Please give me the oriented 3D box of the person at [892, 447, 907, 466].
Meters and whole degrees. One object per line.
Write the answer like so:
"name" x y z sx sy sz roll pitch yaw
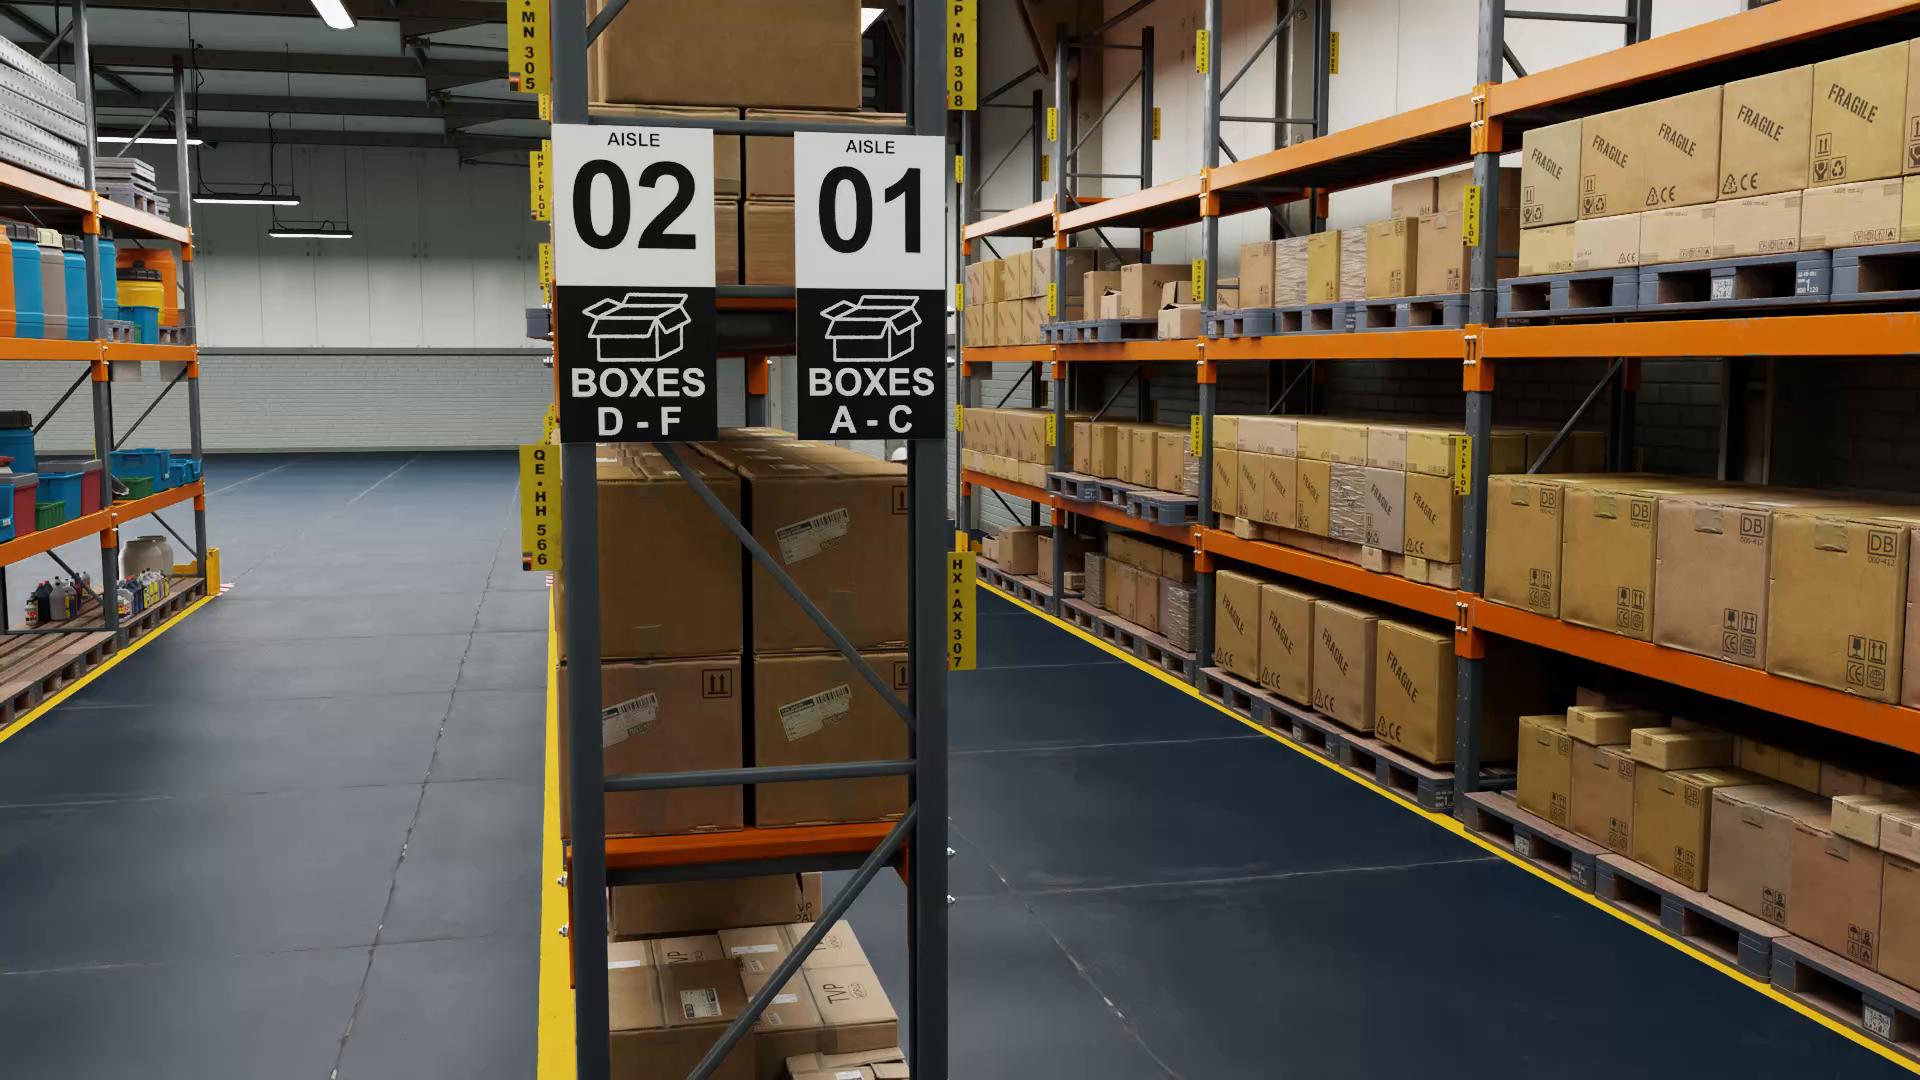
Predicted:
"person" -0.628 -0.022 16.602 0.592 1.812 0.602 -3 7 -27
